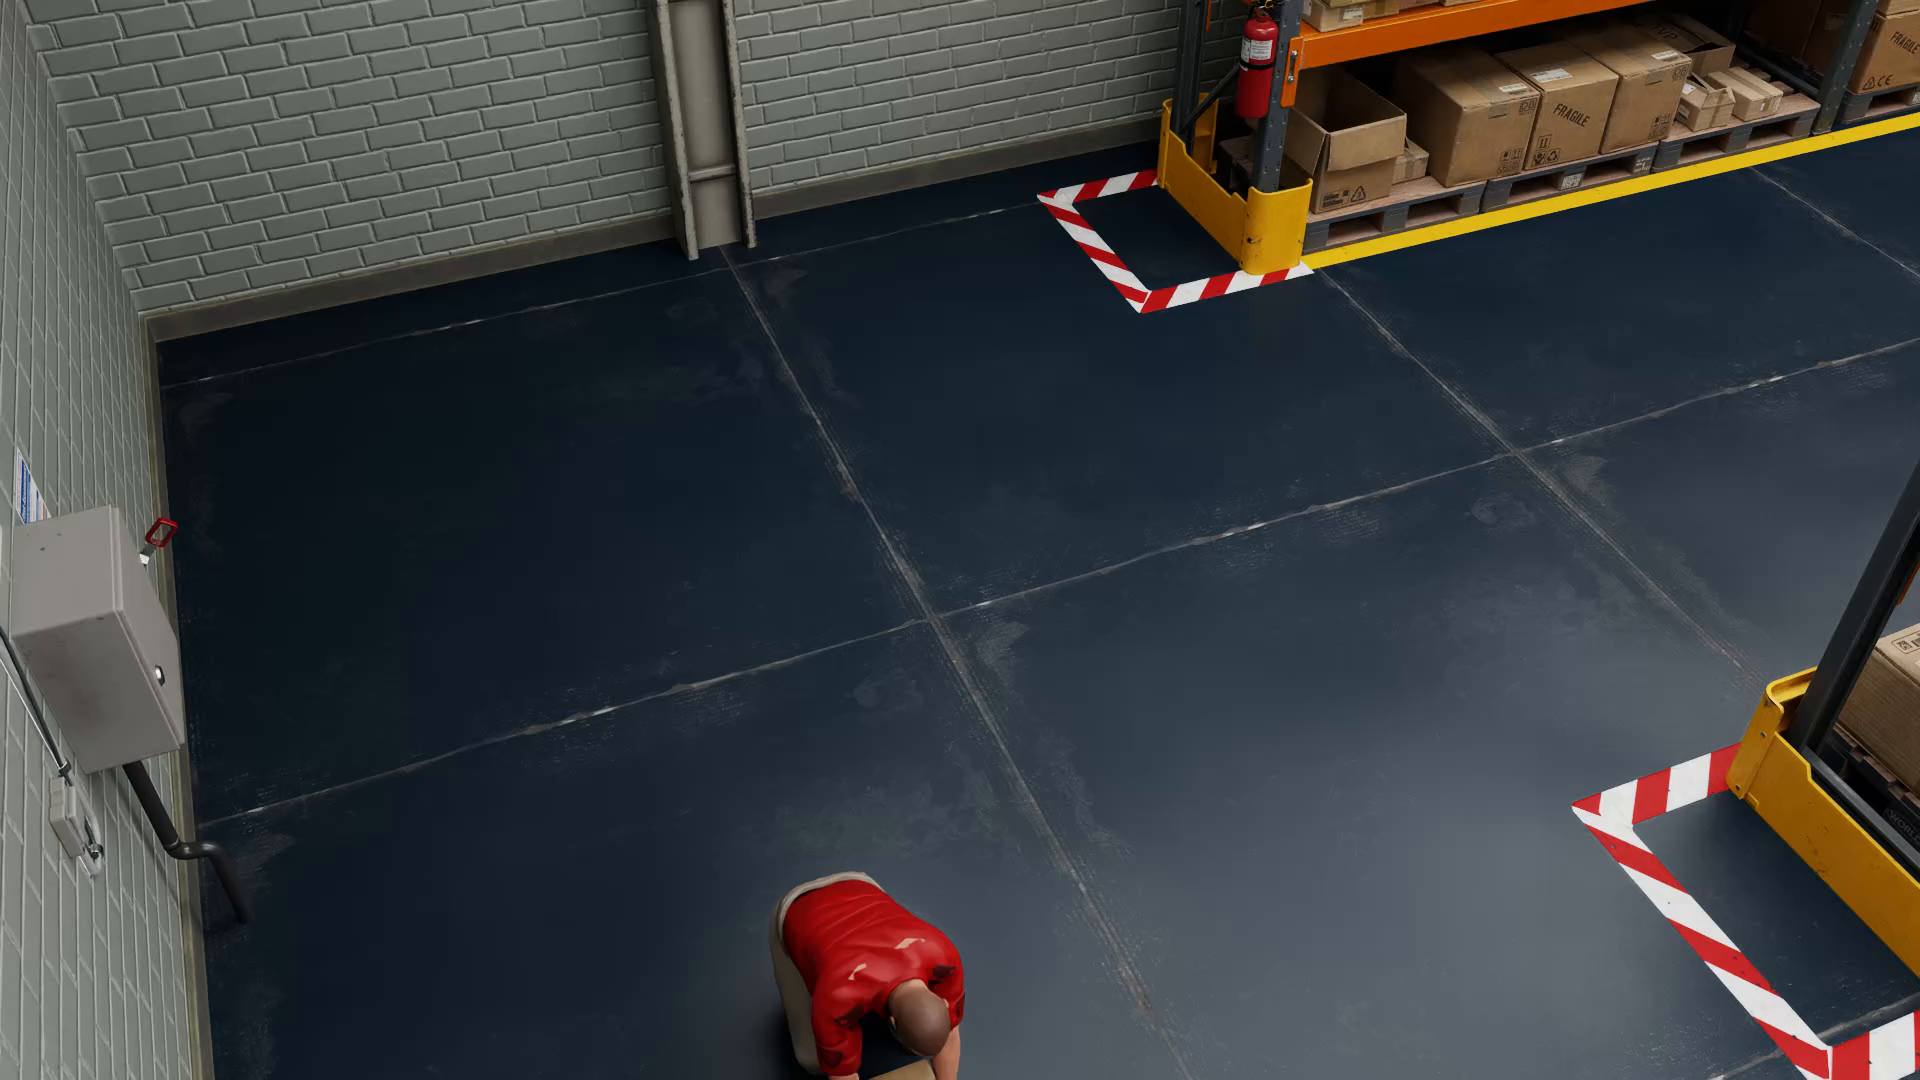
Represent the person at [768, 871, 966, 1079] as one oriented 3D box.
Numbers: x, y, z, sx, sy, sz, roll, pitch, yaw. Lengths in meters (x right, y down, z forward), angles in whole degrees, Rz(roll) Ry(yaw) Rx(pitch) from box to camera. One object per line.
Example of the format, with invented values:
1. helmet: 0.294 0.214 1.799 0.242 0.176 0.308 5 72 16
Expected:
1. person: -0.292 1.451 5.280 0.546 0.854 0.882 -15 44 -17
